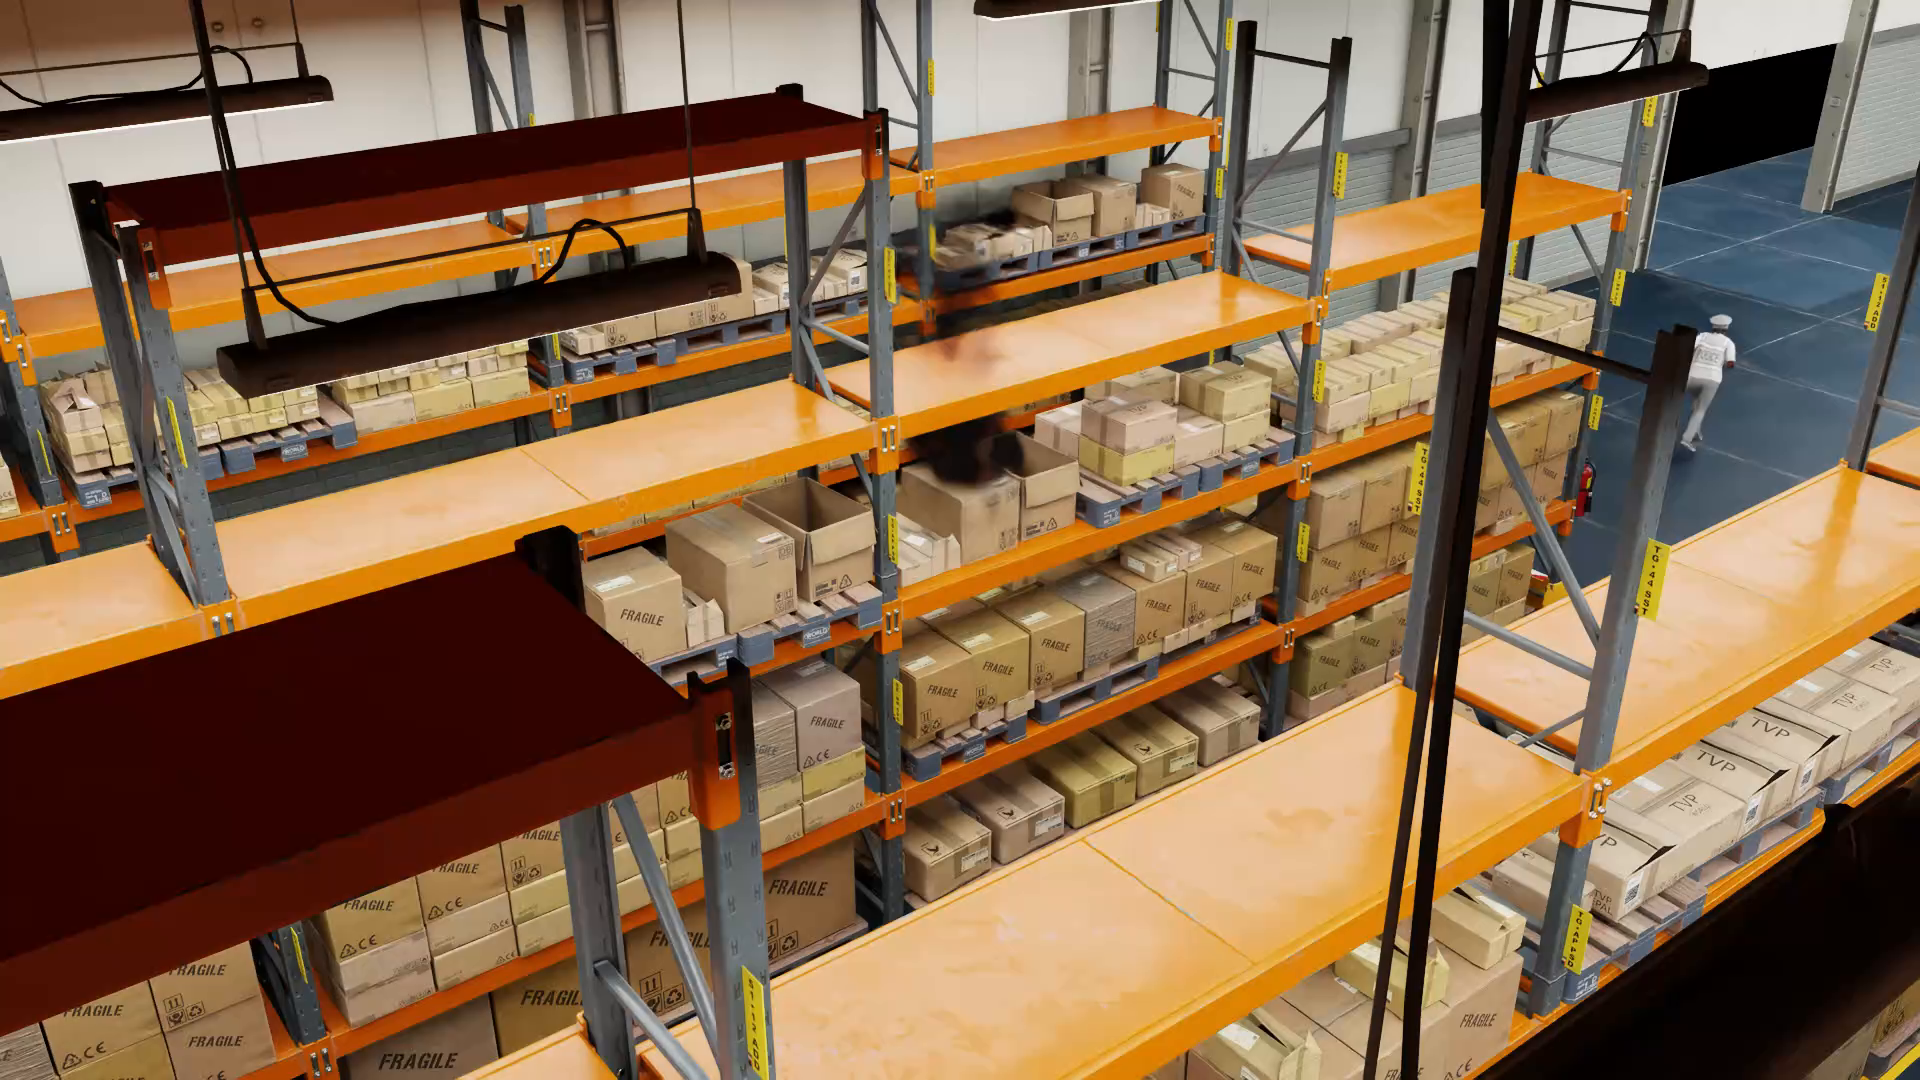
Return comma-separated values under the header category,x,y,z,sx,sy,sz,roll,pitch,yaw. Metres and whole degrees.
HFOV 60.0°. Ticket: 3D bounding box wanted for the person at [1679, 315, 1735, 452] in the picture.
category,x,y,z,sx,sy,sz,roll,pitch,yaw
person,8.952,-1.830,20.118,0.617,1.624,0.986,16,31,30
